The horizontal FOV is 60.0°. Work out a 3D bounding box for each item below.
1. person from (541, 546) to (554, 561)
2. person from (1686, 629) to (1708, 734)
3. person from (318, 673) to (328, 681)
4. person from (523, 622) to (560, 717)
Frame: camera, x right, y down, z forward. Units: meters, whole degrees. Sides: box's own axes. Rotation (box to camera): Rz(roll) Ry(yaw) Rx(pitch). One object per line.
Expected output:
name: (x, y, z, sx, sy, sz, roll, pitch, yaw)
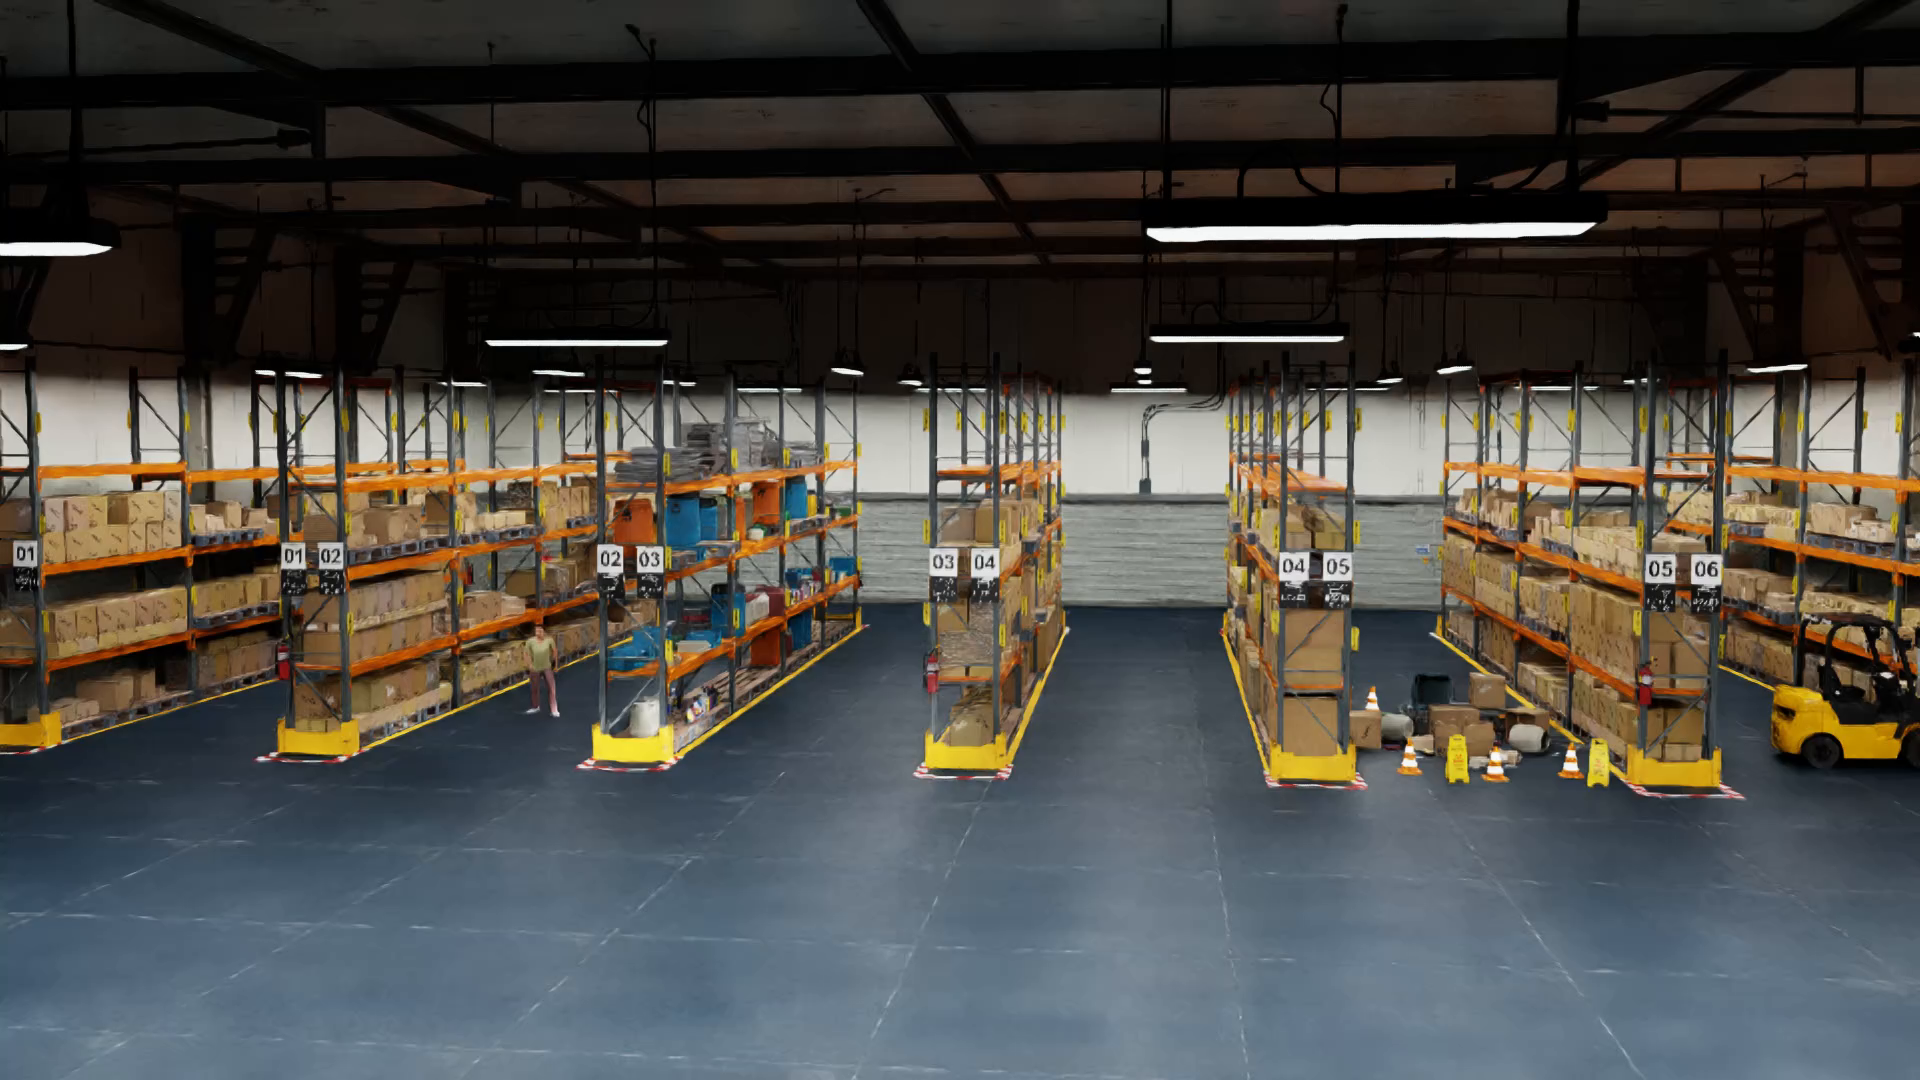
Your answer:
person: (-11.144, 1.021, 44.222, 0.740, 1.718, 0.539, -3, 5, -36)
person: (11.902, 2.269, 26.772, 0.449, 1.671, 0.534, -2, 4, -25)
person: (-11.163, 2.058, 29.546, 0.589, 1.716, 1.043, 0, 4, 6)
person: (-7.120, 2.185, 28.344, 0.621, 1.601, 0.817, -1, 4, -10)
